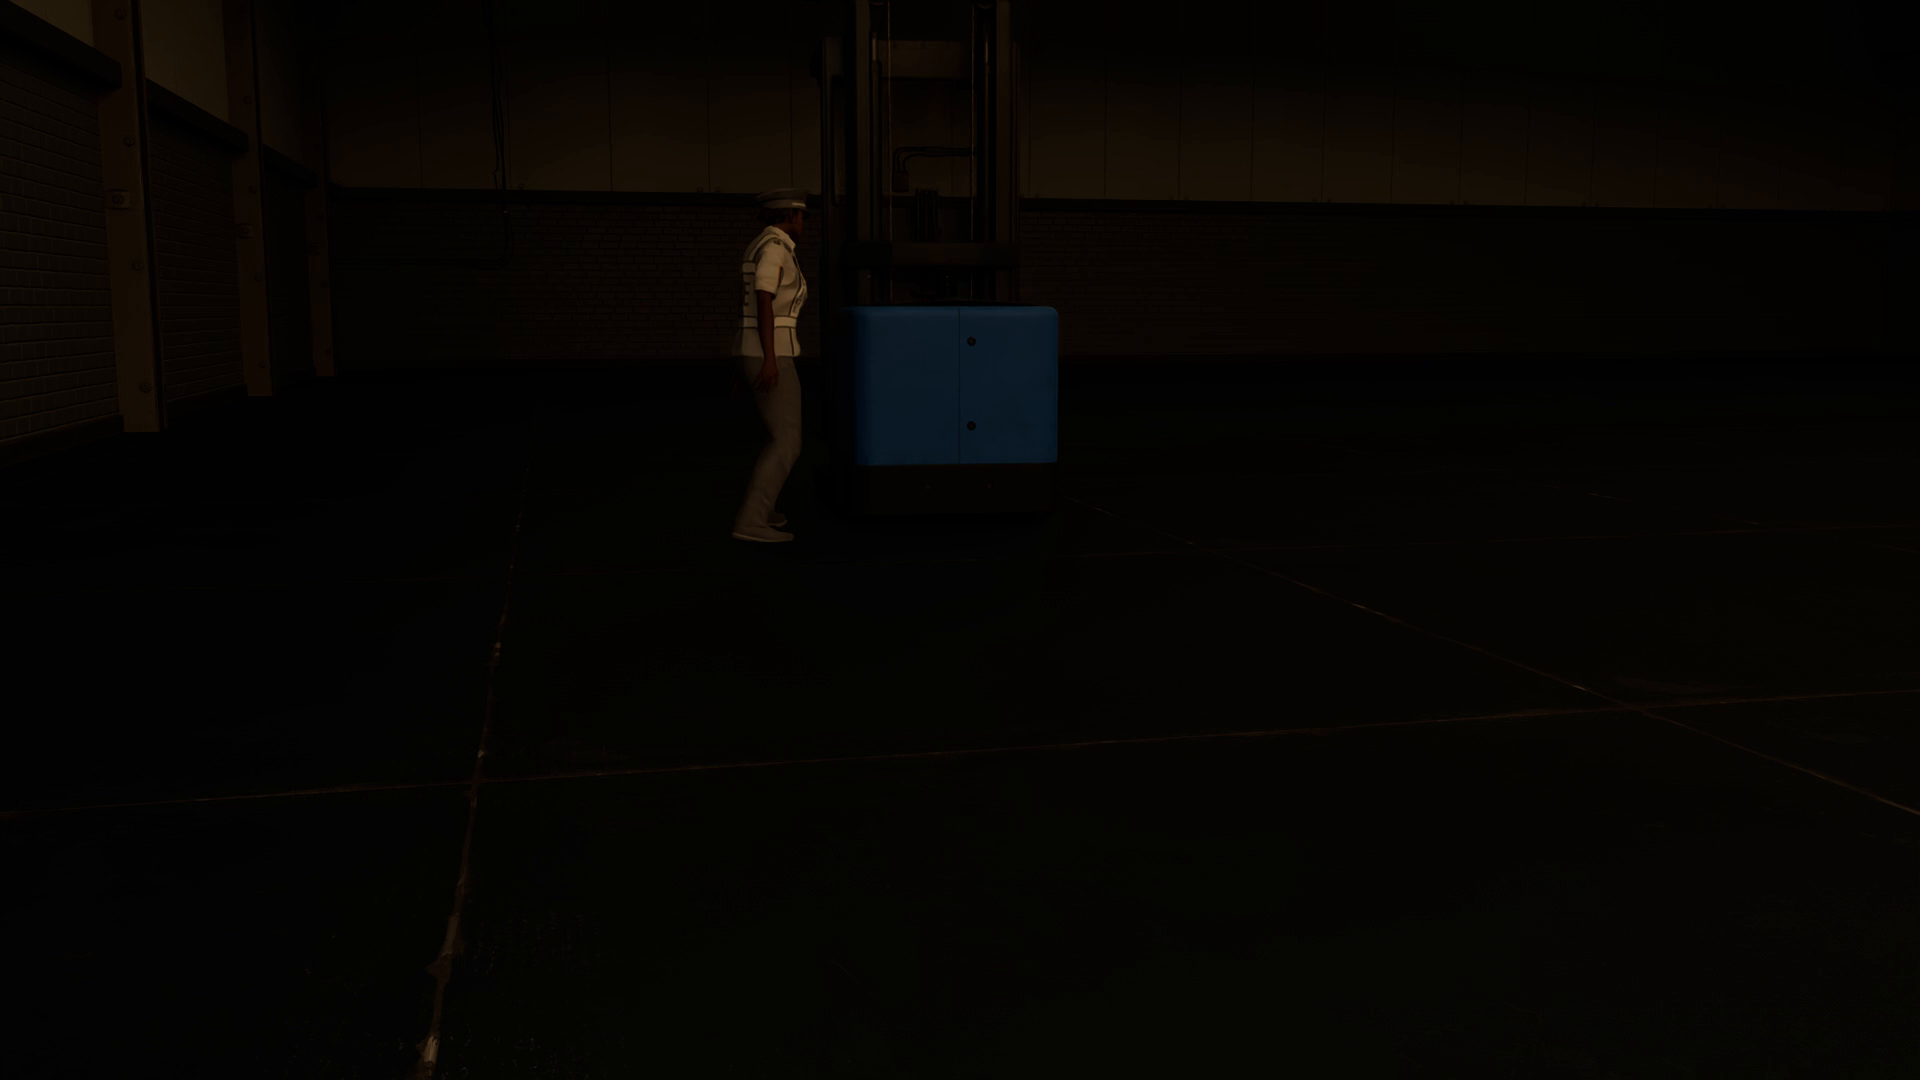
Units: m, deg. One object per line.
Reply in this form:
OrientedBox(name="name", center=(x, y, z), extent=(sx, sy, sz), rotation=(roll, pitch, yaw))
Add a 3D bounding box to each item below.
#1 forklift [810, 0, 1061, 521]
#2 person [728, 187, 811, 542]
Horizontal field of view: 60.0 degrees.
OrientedBox(name="forklift", center=(-0.257, -1.715, 9.385), extent=(1.130, 2.935, 3.031), rotation=(-1, 8, -10))
OrientedBox(name="person", center=(-0.888, -0.811, 7.734), extent=(0.423, 1.632, 0.804), rotation=(-2, 8, -16))
